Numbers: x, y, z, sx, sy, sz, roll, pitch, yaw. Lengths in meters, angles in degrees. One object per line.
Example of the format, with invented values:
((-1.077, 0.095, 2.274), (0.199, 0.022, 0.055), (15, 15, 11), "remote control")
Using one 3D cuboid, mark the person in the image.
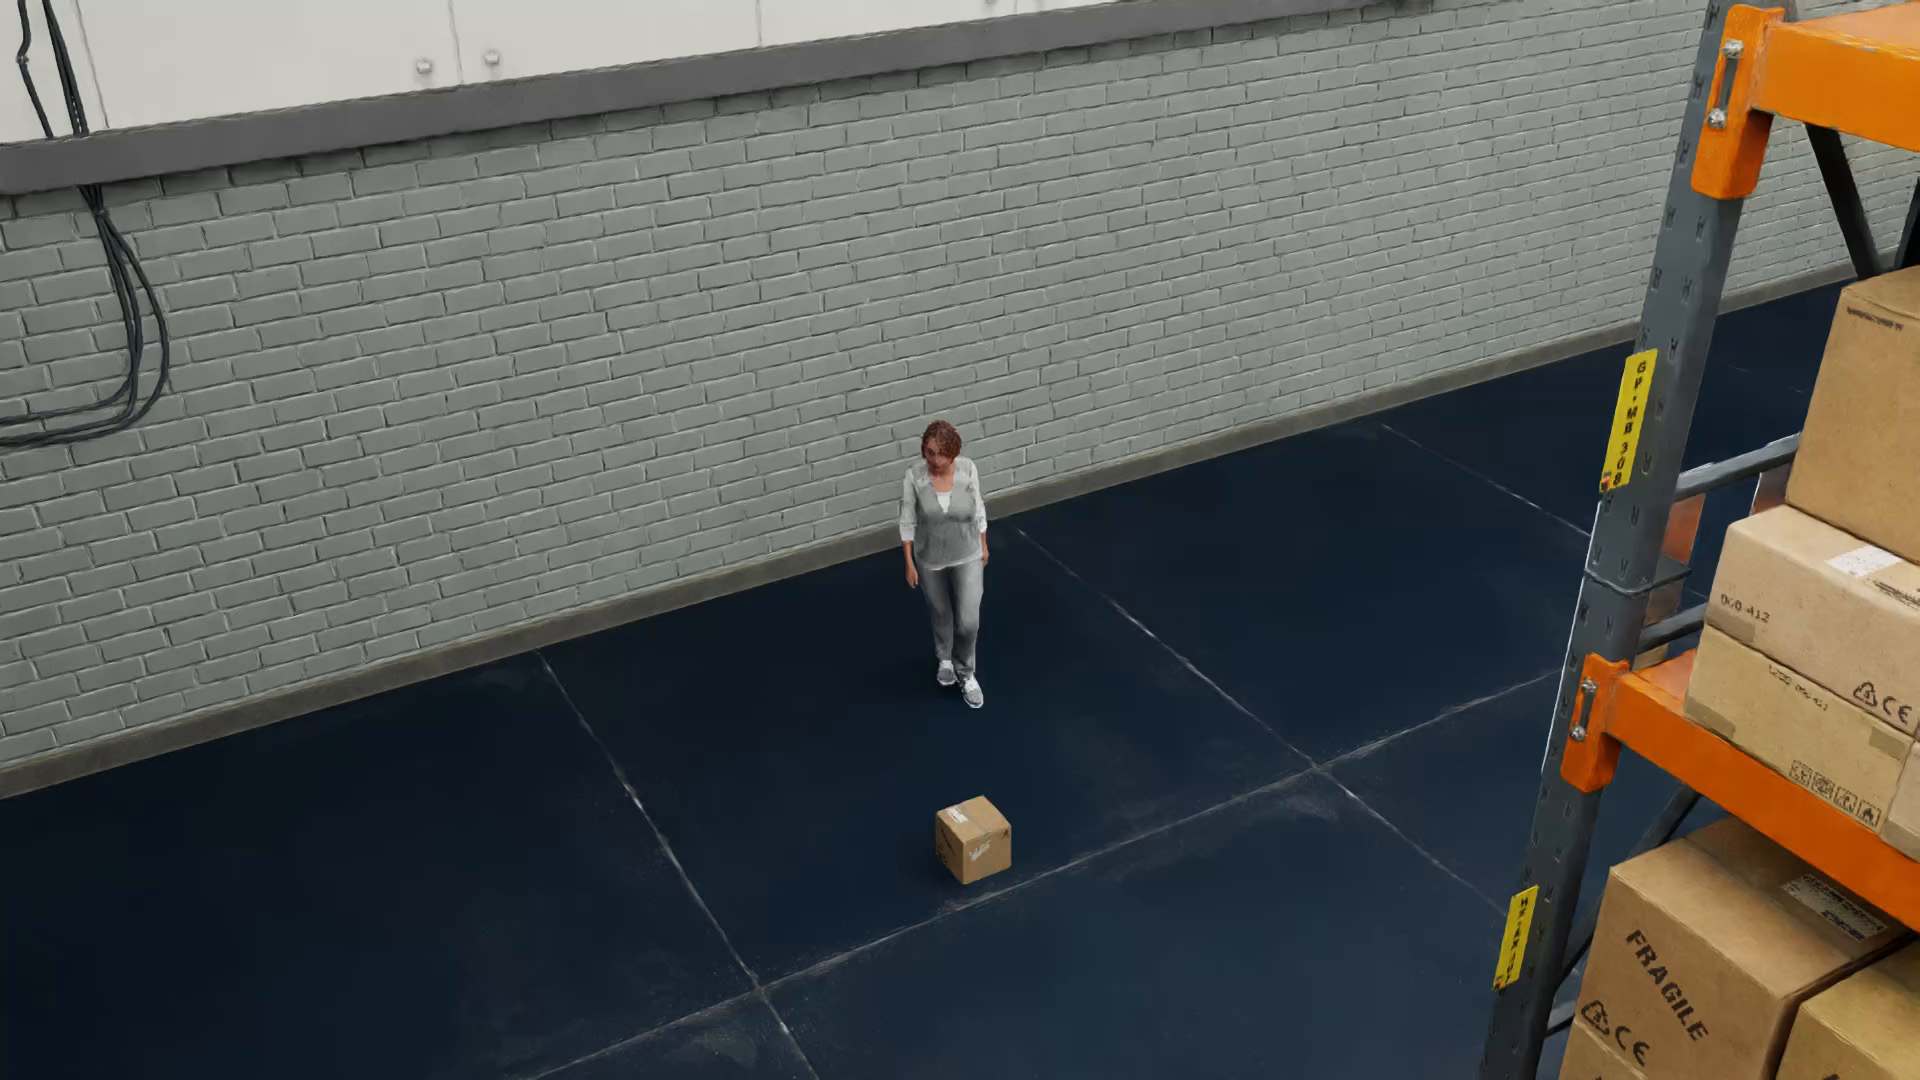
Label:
((-0.077, 0.083, 8.395), (0.442, 1.596, 0.500), (1, 29, 2), "person")
